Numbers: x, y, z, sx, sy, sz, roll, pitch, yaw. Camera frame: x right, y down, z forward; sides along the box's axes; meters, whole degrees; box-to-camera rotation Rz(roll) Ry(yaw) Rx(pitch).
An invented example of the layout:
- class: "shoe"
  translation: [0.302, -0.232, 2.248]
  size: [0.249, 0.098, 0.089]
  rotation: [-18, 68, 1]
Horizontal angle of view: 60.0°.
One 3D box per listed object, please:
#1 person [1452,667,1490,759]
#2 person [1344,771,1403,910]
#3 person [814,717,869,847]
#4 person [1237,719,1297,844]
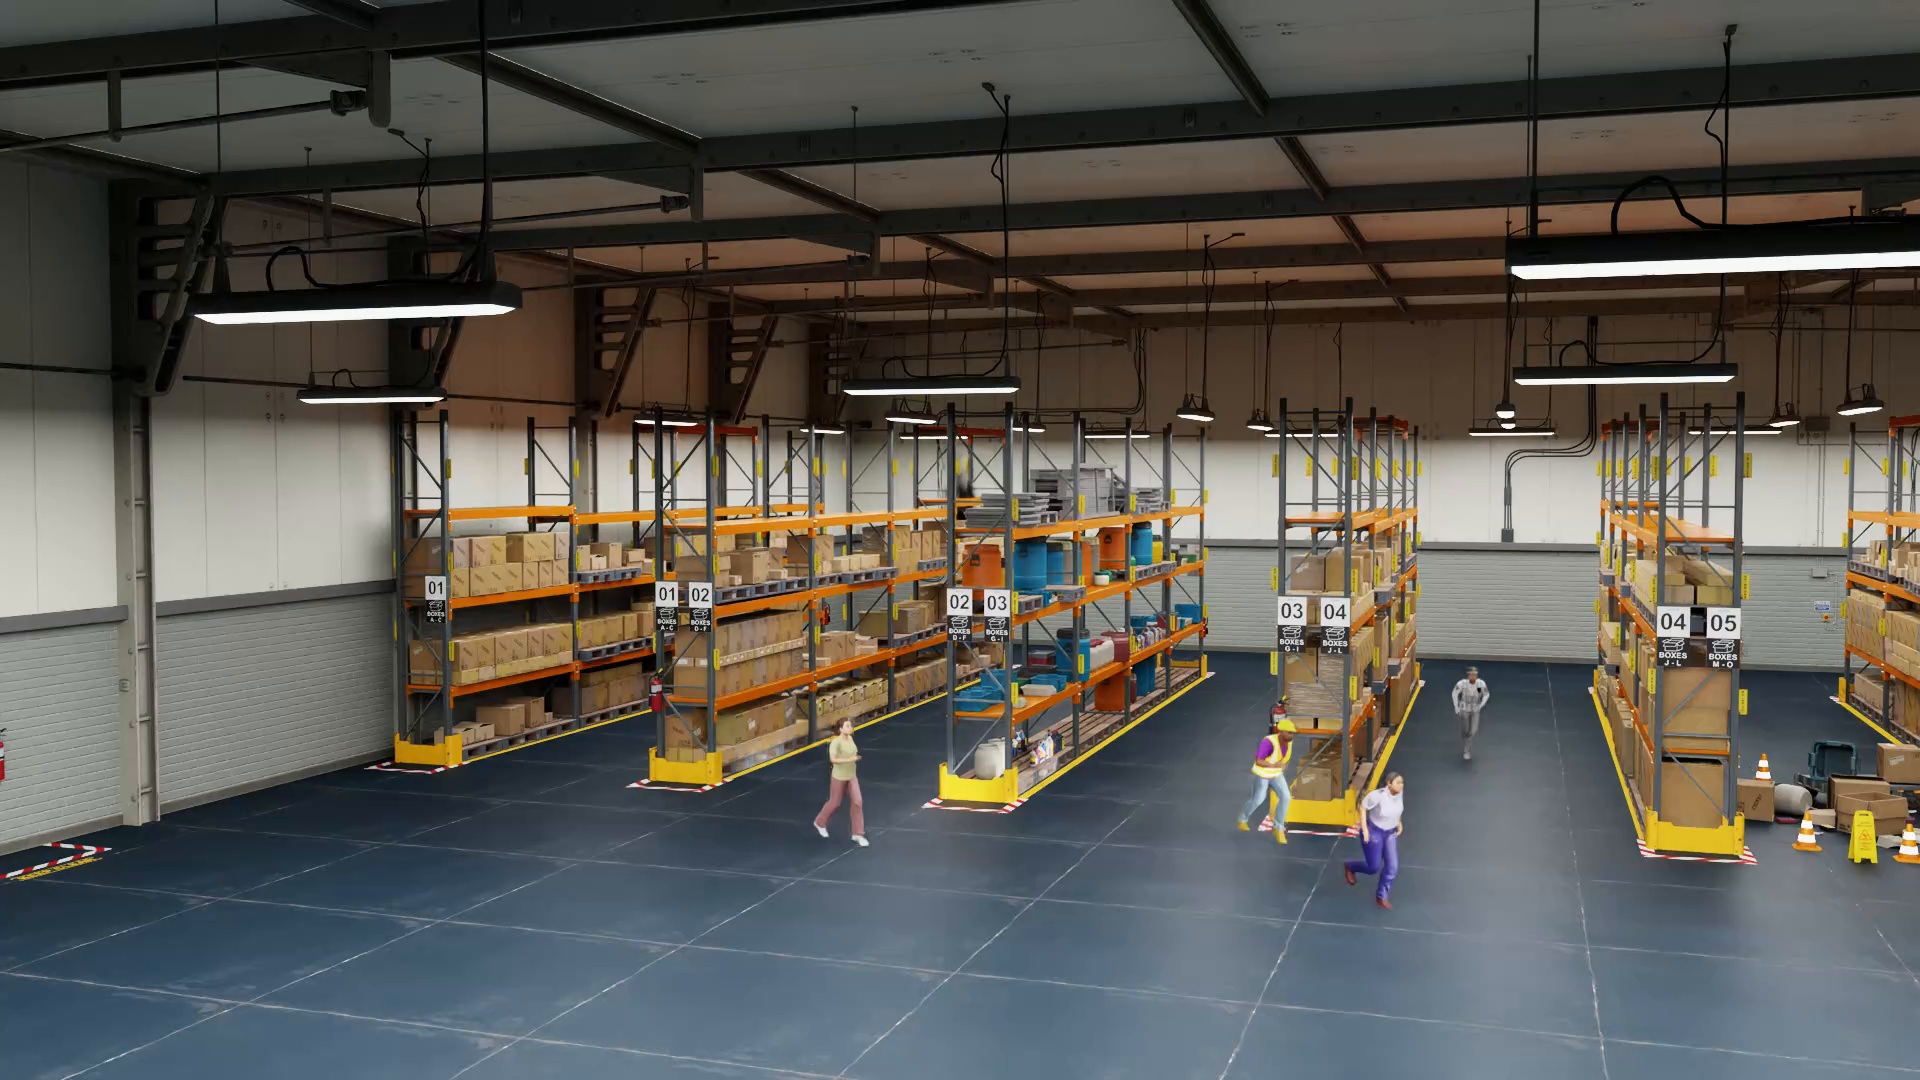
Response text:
- class: "person"
  translation: [8.860, 2.982, 28.894]
  size: [0.613, 1.630, 0.773]
  rotation: [0, 2, 5]
- class: "person"
  translation: [4.784, 3.418, 19.174]
  size: [0.606, 1.603, 0.830]
  rotation: [-2, 3, -35]
- class: "person"
  translation: [-1.577, 3.187, 22.144]
  size: [0.948, 1.678, 0.562]
  rotation: [2, 3, 40]
- class: "person"
  translation: [4.157, 3.233, 22.472]
  size: [0.745, 1.714, 1.023]
  rotation: [-2, 3, -36]
